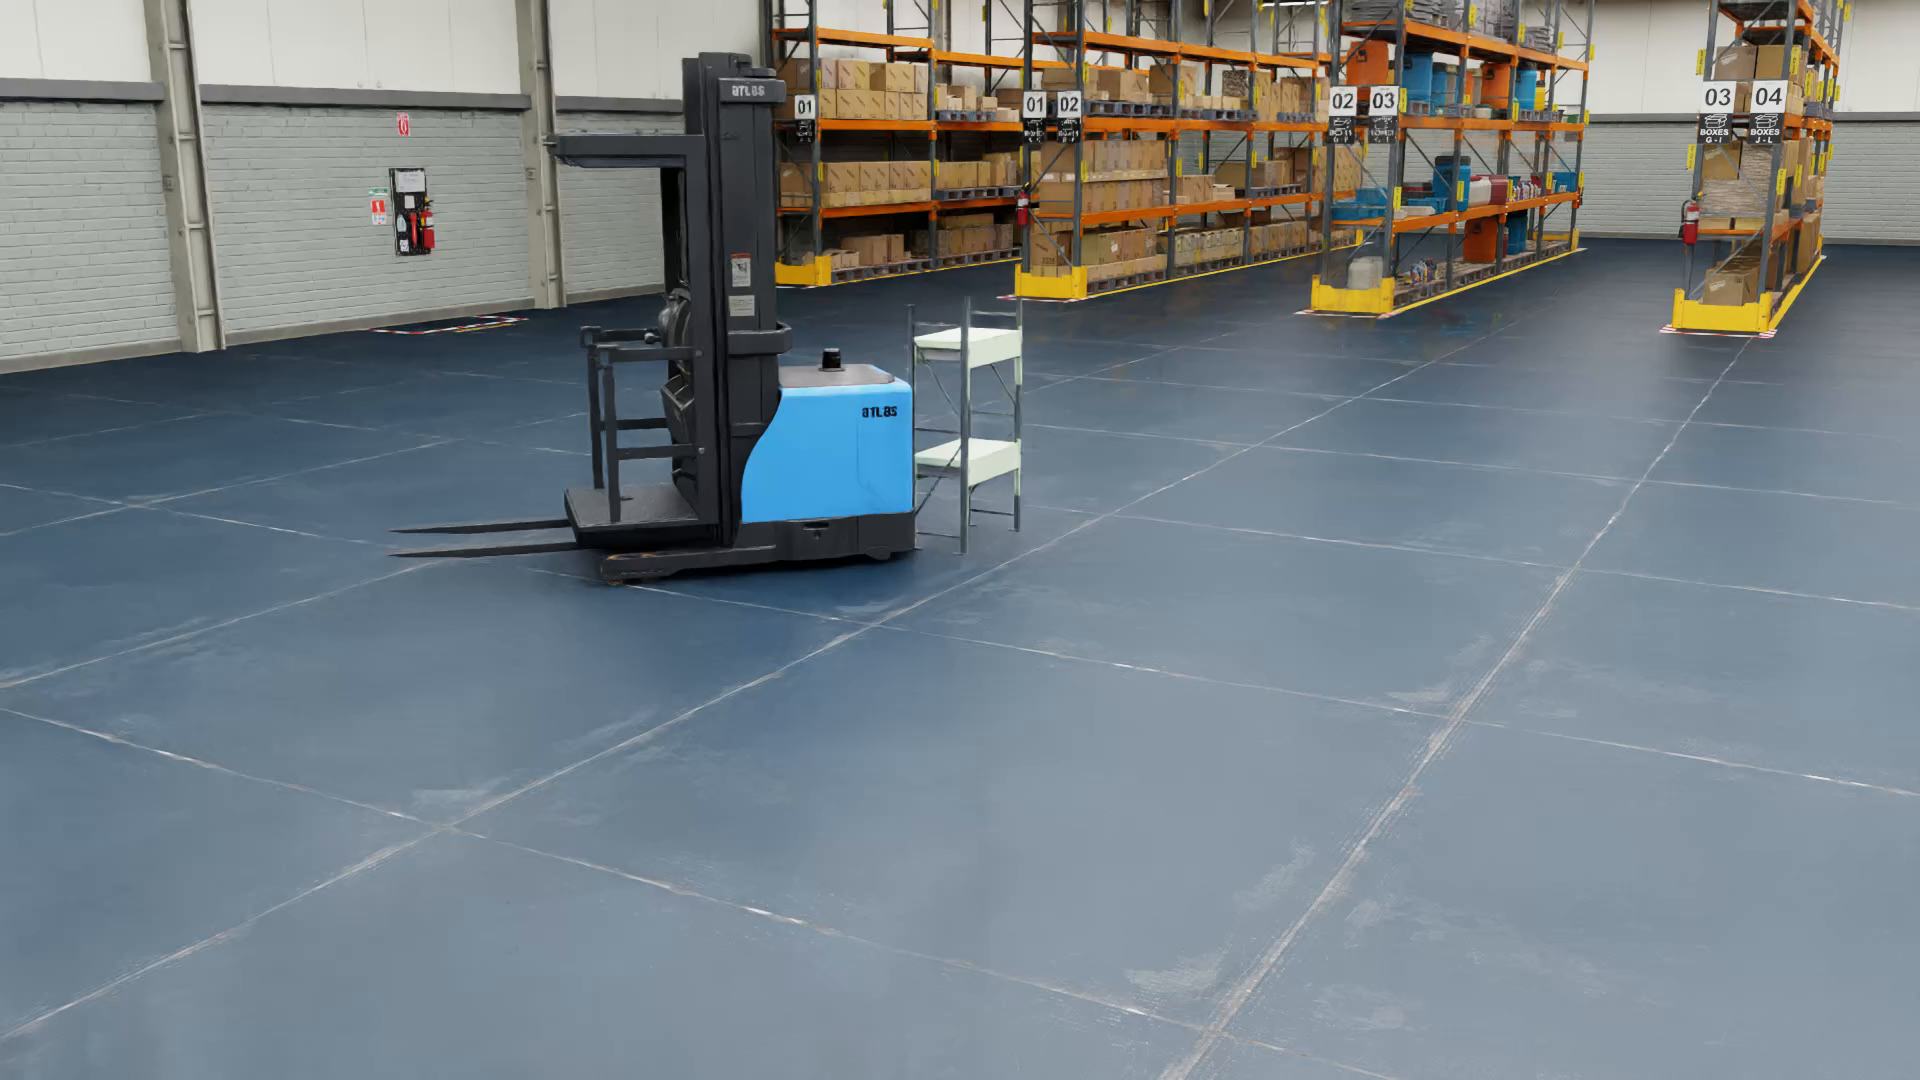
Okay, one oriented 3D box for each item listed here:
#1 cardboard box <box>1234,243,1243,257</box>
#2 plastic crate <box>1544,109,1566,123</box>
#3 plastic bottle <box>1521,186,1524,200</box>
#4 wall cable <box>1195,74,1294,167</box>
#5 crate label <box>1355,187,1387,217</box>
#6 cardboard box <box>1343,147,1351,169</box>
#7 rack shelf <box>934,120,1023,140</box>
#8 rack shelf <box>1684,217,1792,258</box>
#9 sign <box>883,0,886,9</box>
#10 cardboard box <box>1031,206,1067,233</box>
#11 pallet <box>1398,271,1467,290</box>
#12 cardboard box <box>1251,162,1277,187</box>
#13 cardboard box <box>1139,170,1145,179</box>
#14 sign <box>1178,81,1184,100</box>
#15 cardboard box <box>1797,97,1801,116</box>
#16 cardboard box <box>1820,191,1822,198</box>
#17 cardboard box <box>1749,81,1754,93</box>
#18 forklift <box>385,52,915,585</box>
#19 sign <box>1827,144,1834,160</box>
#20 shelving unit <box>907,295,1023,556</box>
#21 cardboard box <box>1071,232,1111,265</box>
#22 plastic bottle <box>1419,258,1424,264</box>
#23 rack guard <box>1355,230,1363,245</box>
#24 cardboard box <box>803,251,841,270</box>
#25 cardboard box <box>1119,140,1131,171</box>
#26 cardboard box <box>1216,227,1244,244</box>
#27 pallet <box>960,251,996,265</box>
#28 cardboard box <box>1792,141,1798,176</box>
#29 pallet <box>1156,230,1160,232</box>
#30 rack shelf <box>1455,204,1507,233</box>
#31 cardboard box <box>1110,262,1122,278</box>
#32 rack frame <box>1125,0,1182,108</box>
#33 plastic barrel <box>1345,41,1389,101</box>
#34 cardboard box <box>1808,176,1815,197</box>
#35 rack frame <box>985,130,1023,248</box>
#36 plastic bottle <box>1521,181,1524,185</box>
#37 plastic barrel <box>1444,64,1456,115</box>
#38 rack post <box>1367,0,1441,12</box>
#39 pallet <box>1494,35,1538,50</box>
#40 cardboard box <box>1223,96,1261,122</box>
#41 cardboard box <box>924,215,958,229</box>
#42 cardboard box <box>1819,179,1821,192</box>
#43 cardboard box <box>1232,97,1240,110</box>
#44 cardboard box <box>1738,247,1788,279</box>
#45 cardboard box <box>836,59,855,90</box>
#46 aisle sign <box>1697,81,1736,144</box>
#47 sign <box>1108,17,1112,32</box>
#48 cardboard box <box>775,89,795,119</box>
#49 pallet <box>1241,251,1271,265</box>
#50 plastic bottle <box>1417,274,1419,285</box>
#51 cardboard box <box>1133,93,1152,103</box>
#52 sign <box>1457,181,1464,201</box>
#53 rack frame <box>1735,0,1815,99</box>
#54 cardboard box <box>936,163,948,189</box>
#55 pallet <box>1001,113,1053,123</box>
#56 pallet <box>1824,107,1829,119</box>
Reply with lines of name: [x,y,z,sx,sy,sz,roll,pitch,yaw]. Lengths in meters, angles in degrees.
cardboard box: [5.297,-5.771,33.042,0.500,0.250,0.500,8,16,29]
plastic crate: [12.446,-8.916,34.996,0.497,0.269,0.590,7,15,28]
plastic bottle: [11.029,-6.817,32.660,0.061,0.283,0.133,7,15,28]
wall cable: [7.914,-11.768,46.770,3.097,2.526,0.112,7,15,28]
crate label: [6.458,-5.261,25.882,0.502,0.435,0.616,7,15,28]
cardboard box: [8.741,-8.882,38.629,0.500,0.500,0.500,8,16,30]
rack shelf: [0.033,-8.298,33.687,1.077,0.370,4.000,7,15,28]
rack shelf: [11.107,-4.335,23.651,1.077,0.370,4.000,7,15,28]
sign: [-1.423,-10.288,31.677,0.100,0.325,0.005,7,15,28]
cardboard box: [1.899,-7.074,37.166,0.750,0.750,0.750,7,15,28]
pallet: [8.084,-4.466,28.610,1.003,0.211,1.213,7,15,28]
cardboard box: [6.153,-7.600,34.548,0.700,0.500,0.500,11,17,38]
cardboard box: [2.967,-6.294,28.642,0.380,0.149,0.250,7,15,28]
sign: [3.891,-7.904,29.246,0.100,0.325,0.005,7,15,28]
cardboard box: [11.821,-6.252,23.984,0.500,0.250,0.500,8,16,29]
cardboard box: [17.374,-7.062,33.962,0.380,0.149,0.250,7,15,28]
cardboard box: [10.476,-5.884,21.610,0.380,0.149,0.250,7,15,28]
forklift: [-1.844,-1.305,9.692,3.031,2.935,1.130,-4,14,-17]
sign: [18.343,-8.171,35.050,0.100,0.325,0.005,7,15,28]
shelving unit: [0.039,-0.732,10.369,0.431,1.500,0.755,7,15,27]
cardboard box: [2.164,-4.817,27.487,0.500,0.500,0.500,7,15,28]
plastic bottle: [7.553,-4.434,27.239,0.144,0.351,0.185,7,15,28]
rack guard: [9.168,-7.450,40.368,1.175,0.500,0.348,7,15,28]
cardboard box: [-2.455,-4.997,29.658,0.500,0.311,0.500,6,15,22]
cardboard box: [2.467,-6.497,28.102,0.700,0.500,0.500,7,15,28]
cardboard box: [5.300,-6.044,32.977,0.500,0.311,0.500,8,16,30]
pallet: [0.030,-5.835,34.285,1.003,0.211,1.213,7,15,28]
cardboard box: [11.857,-5.548,24.167,0.500,0.500,0.500,7,15,28]
pallet: [4.549,-7.712,42.074,1.003,0.211,1.213,7,15,28]
rack shelf: [8.705,-5.717,29.383,1.077,0.370,4.000,7,15,28]
cardboard box: [2.405,-4.556,28.001,0.500,0.250,0.500,7,15,28]
rack frame: [3.404,-9.135,29.224,1.000,3.000,0.127,7,15,28]
plastic barrel: [5.928,-6.821,24.214,0.600,0.830,0.708,7,15,28]
cardboard box: [15.463,-6.450,30.673,0.500,0.500,0.500,7,15,27]
rack frame: [0.999,-7.600,35.656,1.000,3.000,0.127,7,15,28]
plastic bottle: [11.321,-7.065,33.542,0.144,0.351,0.185,7,15,28]
plastic barrel: [8.110,-7.622,28.277,0.600,0.901,0.600,0,14,0]
rack post: [6.714,-8.117,25.162,0.937,0.300,0.954,7,15,27]
pallet: [10.048,-9.252,30.966,1.213,0.211,1.003,7,15,28]
cardboard box: [5.519,-8.639,33.355,0.910,0.500,0.500,7,15,28]
cardboard box: [-0.383,-6.386,33.416,0.500,0.250,0.500,7,15,27]
cardboard box: [16.888,-7.083,33.201,0.500,0.250,0.500,8,16,29]
cardboard box: [5.168,-8.529,32.536,0.500,0.250,0.500,6,15,24]
cardboard box: [13.176,-4.543,27.371,0.700,0.500,0.500,9,16,33]
cardboard box: [-2.182,-8.110,28.982,0.500,0.500,0.500,7,15,27]
aisle sign: [9.848,-5.560,21.648,0.394,0.787,0.004,7,15,28]
sign: [3.414,-11.770,37.994,0.100,0.325,0.005,7,15,28]
cardboard box: [-2.888,-7.589,28.957,0.500,0.500,0.500,9,16,32]
pallet: [5.732,-5.832,34.276,1.003,0.211,1.213,7,15,28]
plastic bottle: [7.216,-4.137,26.326,0.097,0.201,0.097,0,14,0]
cardboard box: [3.060,-7.548,28.385,0.380,0.149,0.250,7,15,28]
sign: [8.214,-5.727,27.296,0.100,0.325,0.005,7,15,28]
rack frame: [12.074,-8.012,24.566,1.000,3.000,0.127,7,15,28]
cardboard box: [-0.658,-7.142,32.606,0.700,0.500,0.500,7,15,28]
pallet: [1.264,-9.104,35.900,1.213,0.211,1.003,8,16,31]
pallet: [16.346,-8.318,32.427,1.003,0.211,1.213,7,15,28]
